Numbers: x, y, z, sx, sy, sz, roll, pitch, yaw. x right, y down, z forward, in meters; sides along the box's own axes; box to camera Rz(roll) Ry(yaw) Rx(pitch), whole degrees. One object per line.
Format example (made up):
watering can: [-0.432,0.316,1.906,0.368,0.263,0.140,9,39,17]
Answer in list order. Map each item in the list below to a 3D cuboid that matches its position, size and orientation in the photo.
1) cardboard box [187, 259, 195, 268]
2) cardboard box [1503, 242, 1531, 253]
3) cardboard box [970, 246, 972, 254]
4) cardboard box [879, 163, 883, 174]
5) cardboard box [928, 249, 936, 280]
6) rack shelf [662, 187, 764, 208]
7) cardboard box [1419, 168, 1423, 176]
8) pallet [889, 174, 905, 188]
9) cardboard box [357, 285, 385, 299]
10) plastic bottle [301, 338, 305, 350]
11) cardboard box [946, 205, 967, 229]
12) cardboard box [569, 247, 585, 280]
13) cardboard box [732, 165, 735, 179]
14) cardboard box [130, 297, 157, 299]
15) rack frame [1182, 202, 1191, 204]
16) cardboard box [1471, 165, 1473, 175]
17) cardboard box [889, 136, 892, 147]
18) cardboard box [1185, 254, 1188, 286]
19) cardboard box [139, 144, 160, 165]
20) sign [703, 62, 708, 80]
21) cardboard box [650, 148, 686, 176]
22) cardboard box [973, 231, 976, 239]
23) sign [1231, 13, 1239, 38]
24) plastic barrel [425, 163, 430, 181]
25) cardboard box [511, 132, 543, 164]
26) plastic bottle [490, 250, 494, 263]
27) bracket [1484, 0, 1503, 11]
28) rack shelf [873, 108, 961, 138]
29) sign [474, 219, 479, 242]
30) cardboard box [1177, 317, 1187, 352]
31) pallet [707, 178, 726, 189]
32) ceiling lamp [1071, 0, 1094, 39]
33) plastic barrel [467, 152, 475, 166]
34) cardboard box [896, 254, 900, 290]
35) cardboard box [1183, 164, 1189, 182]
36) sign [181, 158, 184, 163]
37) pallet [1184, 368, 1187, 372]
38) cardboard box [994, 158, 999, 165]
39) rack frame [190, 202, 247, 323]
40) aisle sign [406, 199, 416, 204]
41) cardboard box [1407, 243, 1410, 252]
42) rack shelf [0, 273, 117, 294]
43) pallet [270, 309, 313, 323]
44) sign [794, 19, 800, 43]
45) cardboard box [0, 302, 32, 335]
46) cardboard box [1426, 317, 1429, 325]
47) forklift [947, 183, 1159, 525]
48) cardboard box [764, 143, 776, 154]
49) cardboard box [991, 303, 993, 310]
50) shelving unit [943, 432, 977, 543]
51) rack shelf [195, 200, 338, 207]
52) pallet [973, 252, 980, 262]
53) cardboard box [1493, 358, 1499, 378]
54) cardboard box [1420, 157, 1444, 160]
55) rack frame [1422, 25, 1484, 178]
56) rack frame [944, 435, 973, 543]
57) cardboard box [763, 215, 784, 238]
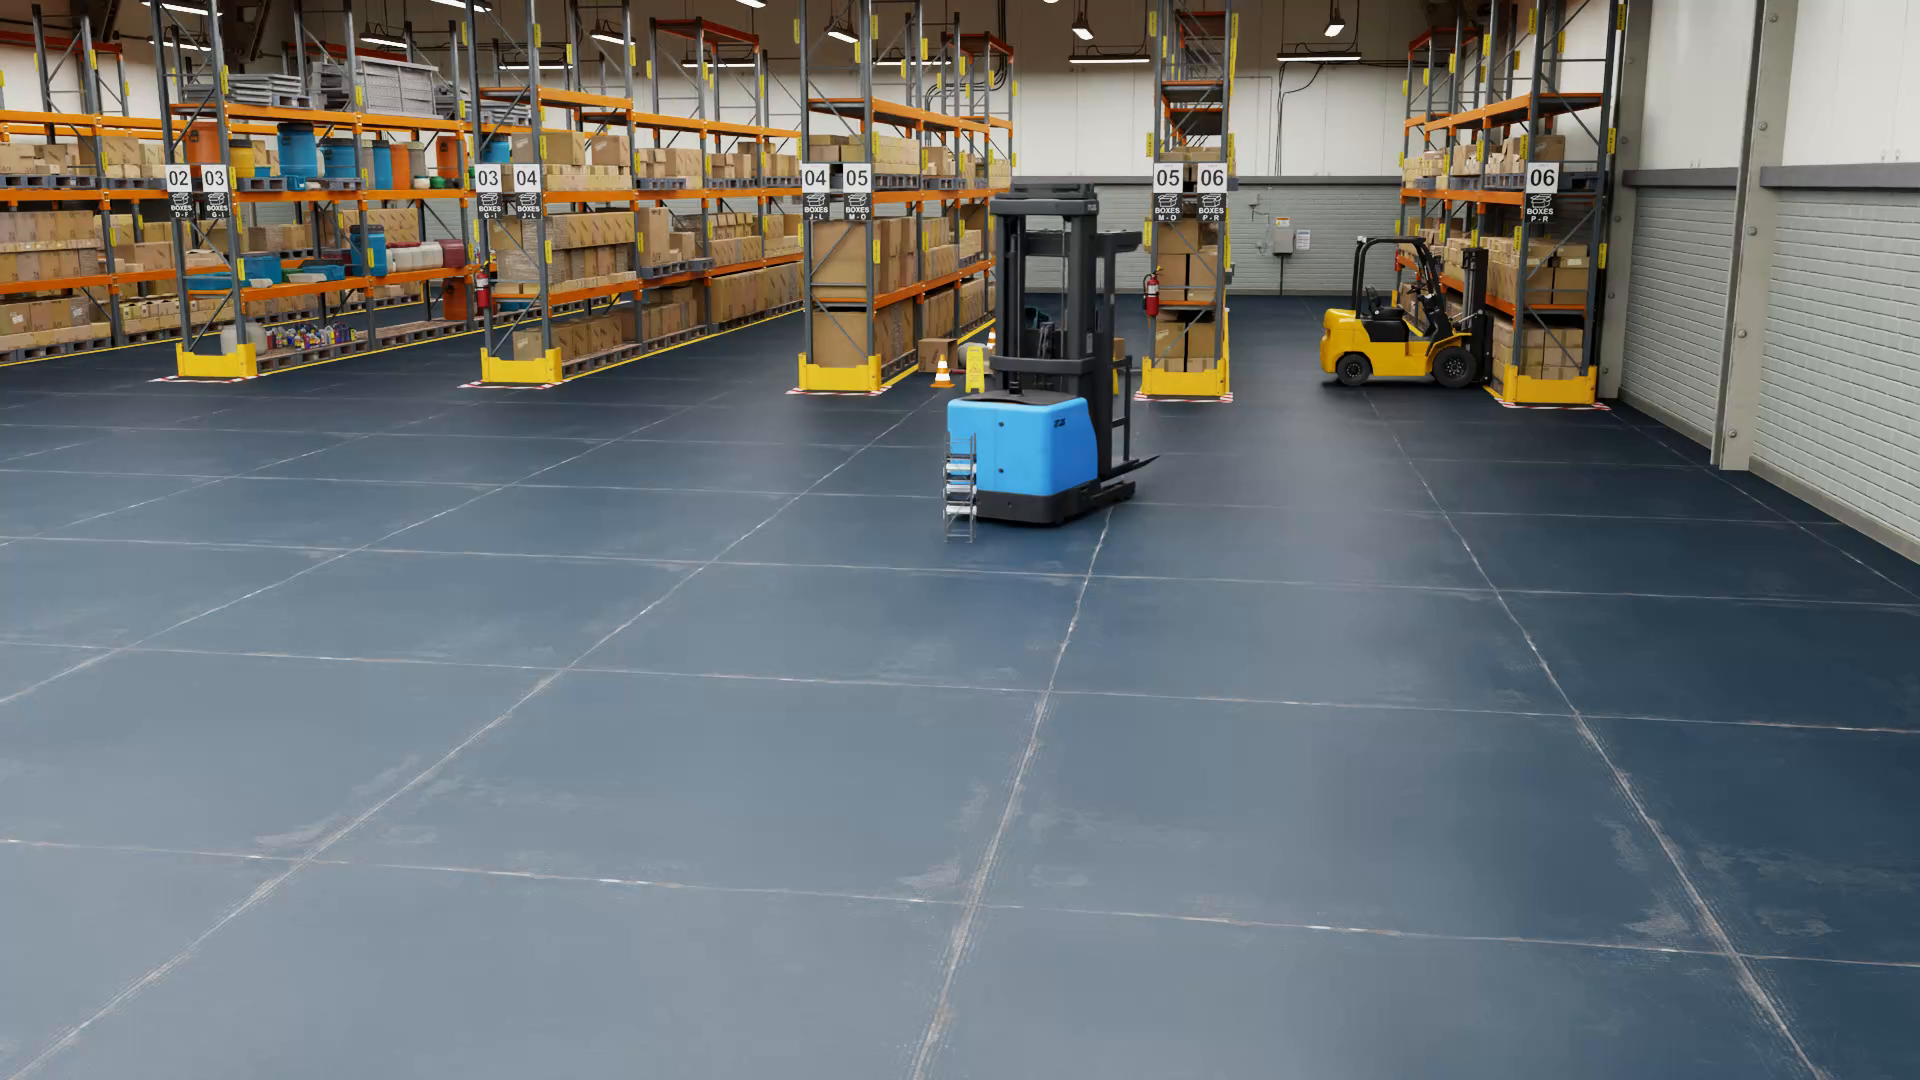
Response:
cardboard box: [-15.322,-5.451,32.761,0.380,0.149,0.250,3,12,13]
cardboard box: [7.983,-4.180,23.787,0.380,0.149,0.250,2,12,10]
cardboard box: [0.044,-5.892,33.812,0.380,0.149,0.250,2,12,11]
cardboard box: [-1.331,-5.384,24.096,0.380,0.149,0.250,2,12,9]
cardboard box: [-0.700,-4.759,28.720,0.500,0.500,0.500,2,12,9]
rack shelf: [-5.086,-7.050,34.174,1.077,0.370,4.000,2,12,9]
cardboard box: [9.405,-7.366,33.295,0.380,0.149,0.250,2,12,9]
pallet: [-1.450,-5.504,25.505,1.003,0.211,1.213,2,12,9]
cardboard box: [-14.283,-6.059,39.871,0.797,0.503,0.637,2,12,9]
plastic bottle: [-10.916,-3.250,27.552,0.097,0.201,0.097,0,12,0]
cardboard box: [-0.088,-6.960,35.850,0.500,0.500,0.500,1,12,7]
cardboard box: [-6.435,-4.372,26.217,0.875,0.500,0.500,2,12,9]
cardboard box: [-5.036,-7.754,34.949,0.500,0.311,0.500,1,12,7]
cardboard box: [-15.784,-4.554,32.202,0.500,0.311,0.500,2,12,8]
rack frame: [5.628,-6.863,38.720,1.000,3.000,0.127,2,12,9]
cardboard box: [8.557,-6.042,27.149,0.380,0.149,0.250,2,12,9]
cardboard box: [-1.216,-5.930,24.739,0.380,0.149,0.250,2,12,8]
cardboard box: [3.061,-3.953,24.272,0.500,0.500,0.500,2,12,9]
cardboard box: [-19.075,-8.986,38.792,0.500,0.500,0.500,2,12,8]
sign: [-4.856,-8.931,31.671,0.100,0.325,0.005,2,12,9]
cardboard box: [-5.380,-6.961,30.632,0.500,0.500,0.500,2,12,10]
cardboard box: [0.115,-6.289,34.242,0.380,0.149,0.250,2,12,8]
sign: [3.704,-6.943,22.444,0.100,0.325,0.005,2,12,9]
plastic barrel: [-10.639,-7.146,32.645,0.421,0.512,0.421,0,12,0]
cardboard box: [-6.636,-6.089,25.879,0.500,0.500,0.500,2,12,9]
plastic bottle: [-9.730,-5.891,34.516,0.097,0.271,0.097,0,12,0]
bracket: [10.103,-10.064,30.786,0.076,0.066,4.783,2,12,9]
rack shelf: [-0.816,-7.306,29.193,1.077,0.370,4.000,2,12,9]
sign: [-7.170,-4.596,24.702,0.100,0.325,0.005,2,12,9]
cardboard box: [3.110,-3.044,24.749,0.500,0.500,0.500,2,12,11]
pallet: [-5.347,-7.029,32.816,1.213,0.211,1.003,2,12,11]
ceiling lamp: [2.727,-11.714,33.131,0.800,3.185,2.000,2,12,9]
plastic barrel: [-10.164,-7.791,34.587,0.433,0.535,0.433,0,12,0]
cardboard box: [-1.413,-4.163,25.836,0.875,0.550,0.500,2,12,9]
cardboard box: [2.980,-5.186,23.468,0.500,0.250,0.500,2,12,8]
sign: [-15.718,-7.578,33.688,0.100,0.325,0.005,2,12,9]
pallet: [3.339,-2.353,24.411,1.003,0.211,1.213,2,12,9]
cardboard box: [0.640,-8.327,36.615,0.380,0.149,0.250,3,12,11]
rack frame: [-15.182,-5.841,33.975,1.000,3.000,0.127,2,12,9]
aisle sign: [-13.638,-8.781,41.448,0.394,0.787,0.004,2,12,9]
cardboard box: [9.988,-6.372,36.089,0.500,0.250,0.500,2,12,7]
rack shelf: [-16.105,-4.240,28.255,1.077,0.370,4.000,2,12,9]
pallet: [-14.840,-4.885,36.159,1.003,0.211,1.213,2,12,9]
sign: [-2.273,-7.120,23.268,0.100,0.325,0.005,2,12,9]
cardboard box: [-15.971,-3.716,27.867,0.500,0.500,0.500,2,12,9]
cardboard box: [9.383,-4.438,32.402,0.500,0.500,0.500,1,12,7]
forklift: [1.017,-1.831,15.533,1.130,2.935,3.031,6,14,28]
cardboard box: [-4.484,-8.900,37.800,0.500,0.250,0.500,1,12,7]
cardboard box: [0.521,-5.102,36.319,0.380,0.149,0.250,2,12,10]
shelving unit: [0.001,-0.442,13.906,0.258,0.900,0.210,2,12,9]
rack shelf: [-14.874,-7.372,35.667,1.077,0.370,4.000,2,12,9]
pallet: [-0.155,-5.922,34.806,1.003,0.211,1.213,2,12,9]
cardboard box: [7.919,-2.445,23.748,0.500,0.250,0.500,2,12,9]
cardboard box: [9.758,-7.766,34.253,0.500,0.250,0.500,2,12,9]
rack frame: [9.918,-8.803,33.481,1.000,3.000,0.127,2,12,9]
rack frame: [-0.014,-0.420,13.808,0.240,0.900,0.006,2,12,9]
cardboard box: [-4.294,-7.092,37.653,0.500,0.500,0.500,1,12,7]
